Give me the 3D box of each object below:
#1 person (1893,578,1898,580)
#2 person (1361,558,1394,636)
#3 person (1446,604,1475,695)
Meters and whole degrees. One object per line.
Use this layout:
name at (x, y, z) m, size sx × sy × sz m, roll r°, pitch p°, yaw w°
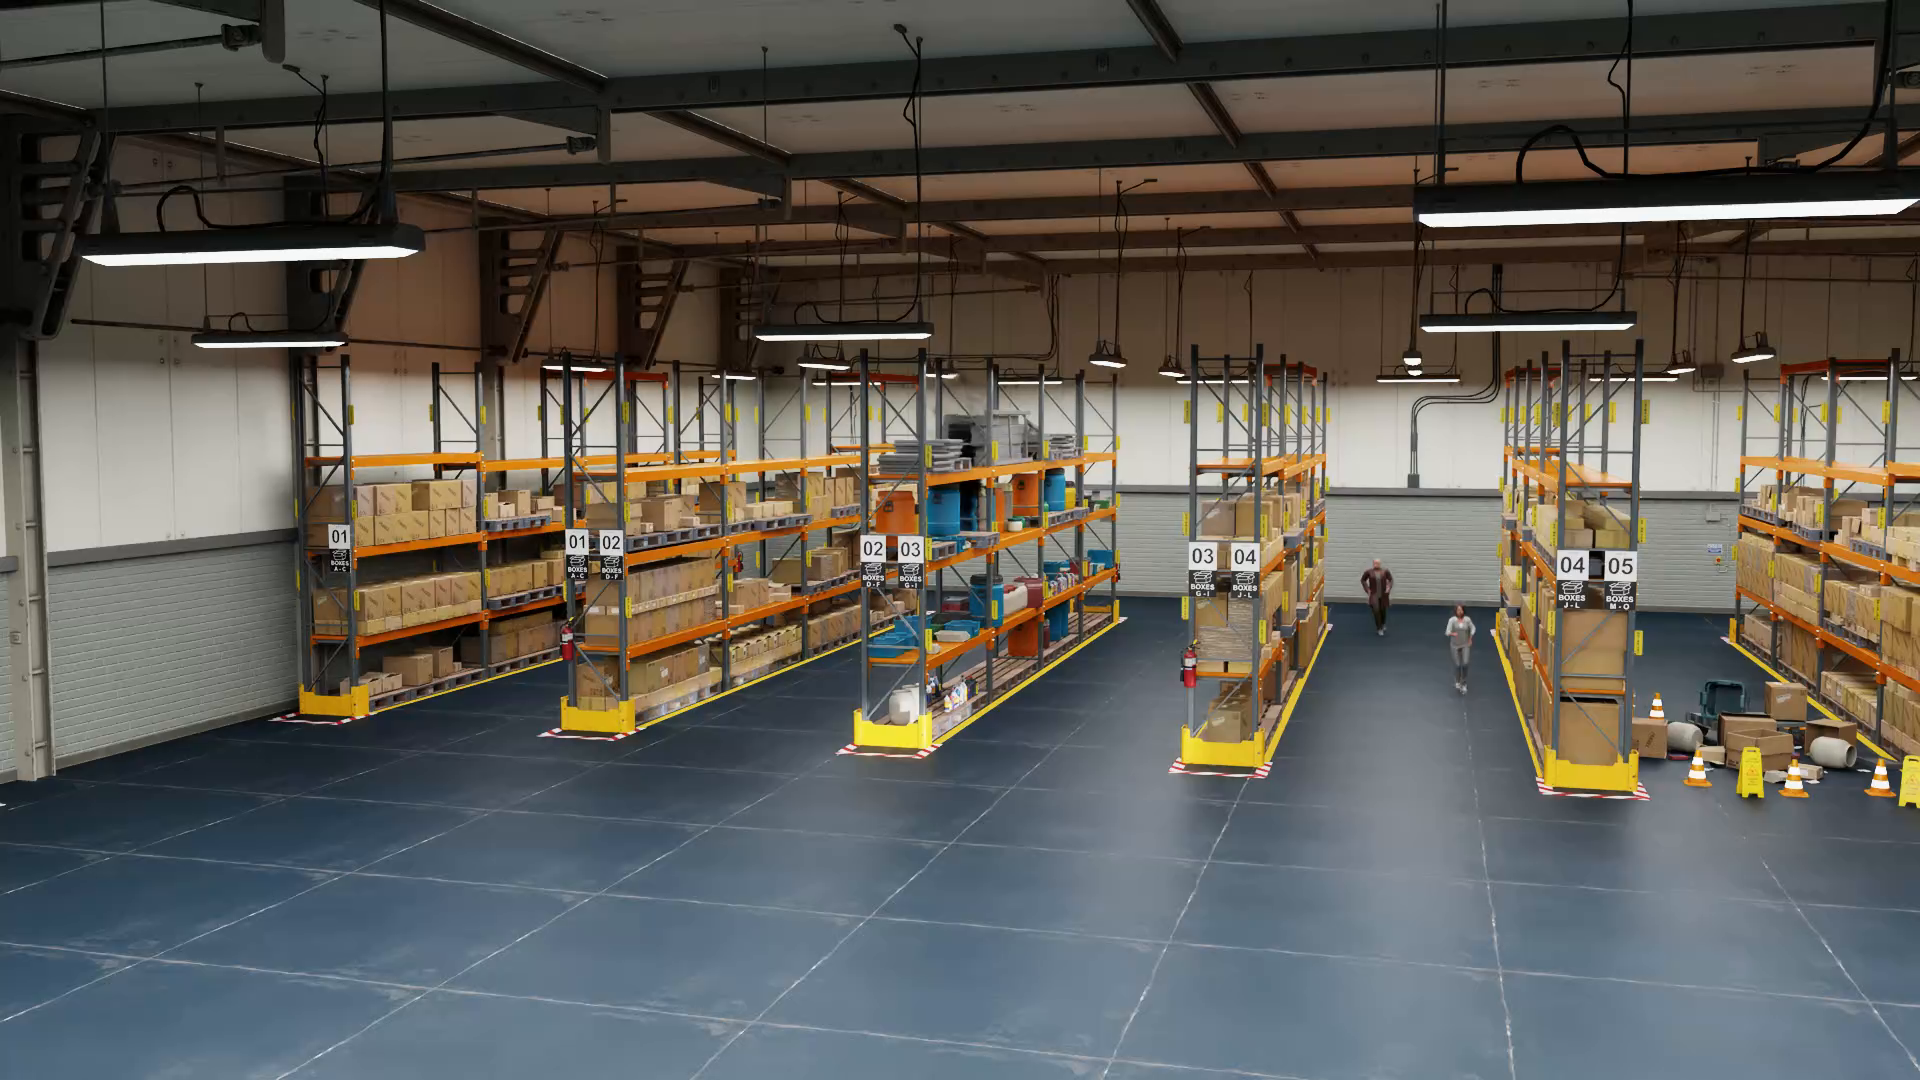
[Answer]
person at (18.278, 1.654, 32.546) m, size 0.681 × 1.828 × 0.796 m, roll 0°, pitch 4°, yaw 2°
person at (9.544, 1.280, 38.079) m, size 0.732 × 1.755 × 0.851 m, roll 1°, pitch 4°, yaw 15°
person at (9.010, 2.012, 29.964) m, size 0.513 × 1.538 × 0.702 m, roll 1°, pitch 4°, yaw 16°
